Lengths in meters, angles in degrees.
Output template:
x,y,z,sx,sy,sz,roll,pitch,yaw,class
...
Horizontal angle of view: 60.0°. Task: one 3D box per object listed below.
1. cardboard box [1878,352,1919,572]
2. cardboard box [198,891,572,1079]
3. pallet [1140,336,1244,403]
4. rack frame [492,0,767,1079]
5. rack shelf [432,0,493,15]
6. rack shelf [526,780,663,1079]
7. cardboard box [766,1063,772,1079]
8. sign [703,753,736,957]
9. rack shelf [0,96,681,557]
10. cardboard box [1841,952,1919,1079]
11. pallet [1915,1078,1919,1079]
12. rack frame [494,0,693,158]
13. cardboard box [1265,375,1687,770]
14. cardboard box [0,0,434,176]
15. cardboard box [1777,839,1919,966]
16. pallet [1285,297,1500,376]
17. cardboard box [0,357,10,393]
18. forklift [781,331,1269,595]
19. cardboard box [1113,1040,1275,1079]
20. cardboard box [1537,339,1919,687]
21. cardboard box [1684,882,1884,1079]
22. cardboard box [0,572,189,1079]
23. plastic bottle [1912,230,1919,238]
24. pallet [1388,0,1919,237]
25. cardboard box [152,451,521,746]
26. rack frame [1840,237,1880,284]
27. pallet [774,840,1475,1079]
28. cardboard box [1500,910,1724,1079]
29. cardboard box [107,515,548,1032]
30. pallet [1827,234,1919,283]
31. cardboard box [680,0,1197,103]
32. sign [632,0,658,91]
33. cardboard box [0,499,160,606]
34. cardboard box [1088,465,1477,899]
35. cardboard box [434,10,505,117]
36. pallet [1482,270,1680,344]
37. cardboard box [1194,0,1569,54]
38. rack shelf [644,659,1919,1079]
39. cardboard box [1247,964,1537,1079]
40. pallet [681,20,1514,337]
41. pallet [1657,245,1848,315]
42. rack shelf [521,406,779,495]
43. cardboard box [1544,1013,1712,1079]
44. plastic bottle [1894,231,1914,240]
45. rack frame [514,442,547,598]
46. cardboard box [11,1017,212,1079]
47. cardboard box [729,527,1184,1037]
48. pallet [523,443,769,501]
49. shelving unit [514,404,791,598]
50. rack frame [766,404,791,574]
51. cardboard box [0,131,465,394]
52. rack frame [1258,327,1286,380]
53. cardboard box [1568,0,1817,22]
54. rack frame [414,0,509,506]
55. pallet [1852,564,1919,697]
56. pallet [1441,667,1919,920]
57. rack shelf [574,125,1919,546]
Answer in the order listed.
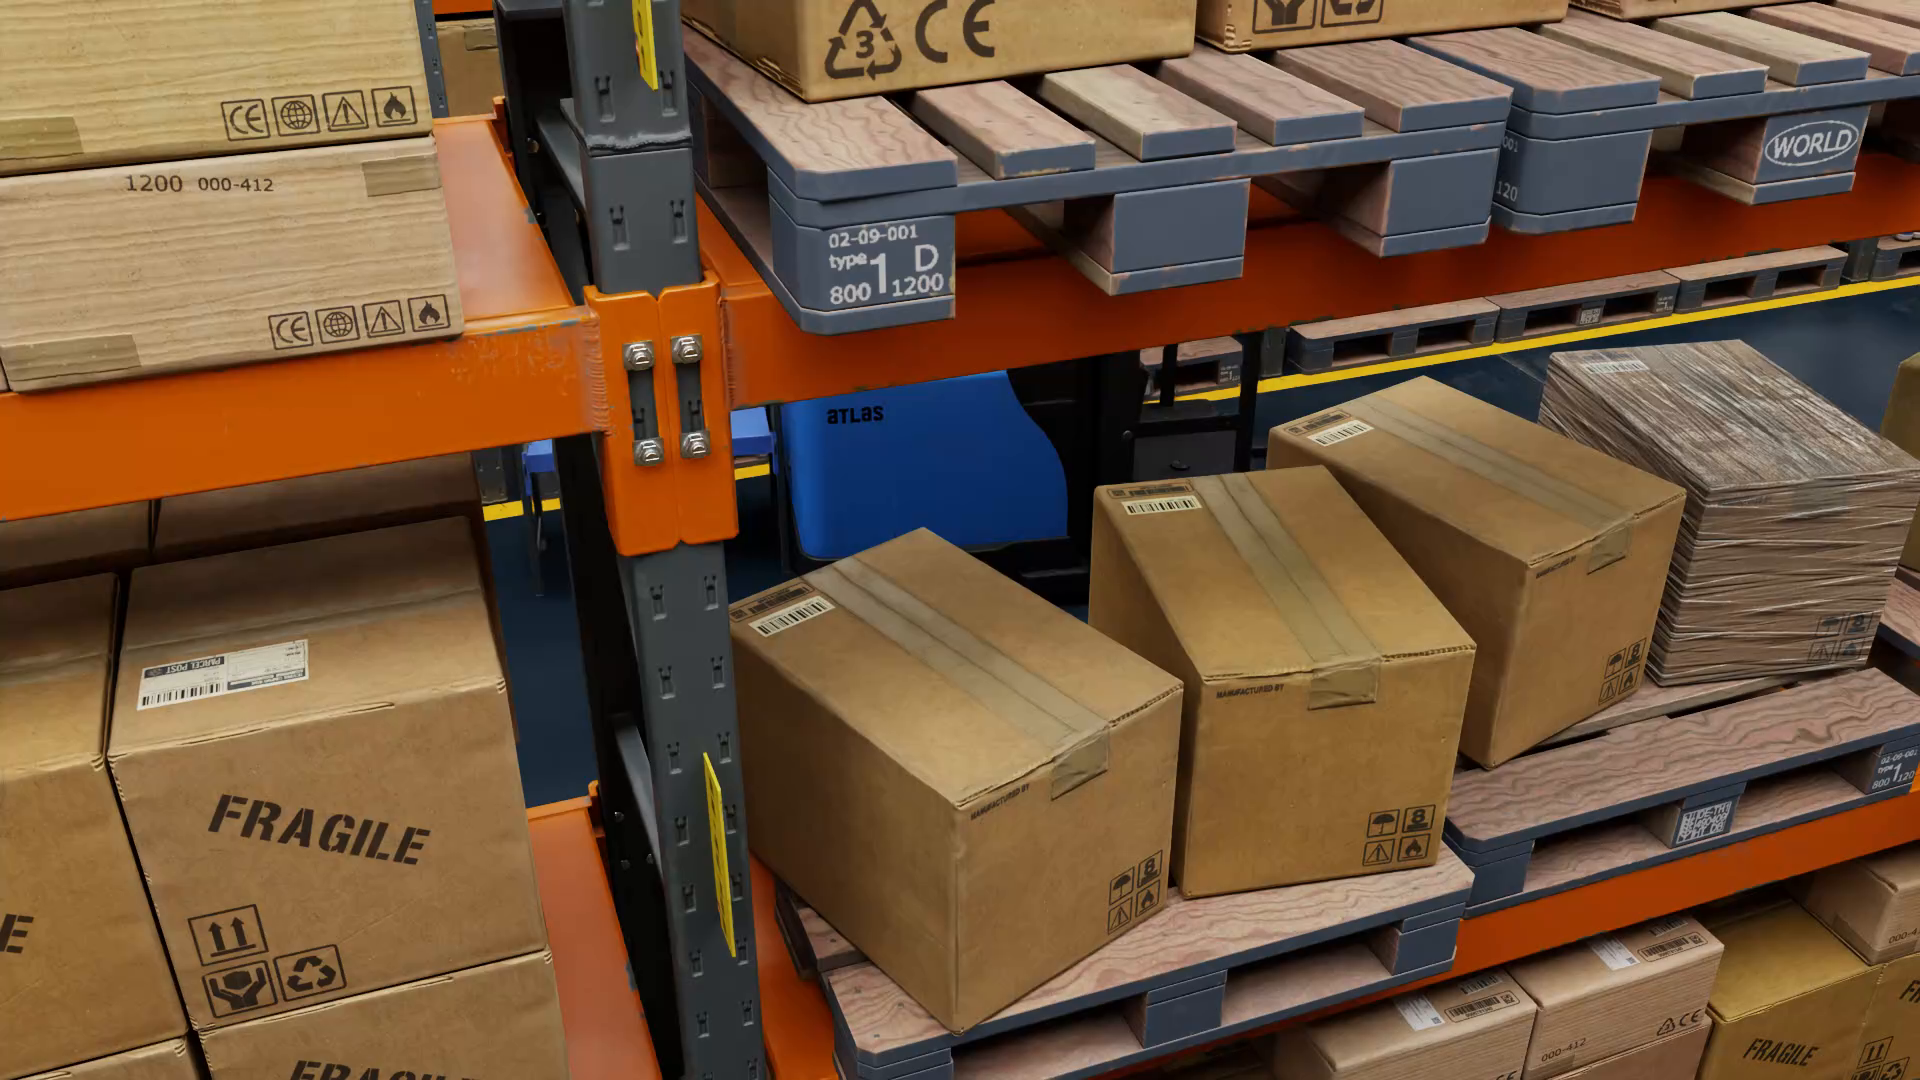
x,y,z,sx,sy,sz,roll,pitch,yaw,class
2.638,-0.153,3.963,0.500,0.500,0.700,-22,37,-34,cardboard box
-0.939,0.764,2.777,0.500,0.500,0.500,-10,31,-17,cardboard box
0.741,-1.020,8.827,1.213,0.211,1.003,-10,31,-18,pallet
-0.560,0.602,3.162,0.127,3.000,1.000,-10,31,-18,rack frame
-2.136,-4.027,12.015,4.000,0.370,1.077,-10,31,-18,rack shelf
-2.434,1.260,2.735,4.000,0.370,1.077,-10,31,-18,rack shelf
-0.197,1.279,4.055,0.500,0.500,0.500,-11,31,-18,cardboard box
-0.363,0.477,2.509,0.005,0.325,0.100,-10,31,-18,sign
-2.434,-0.043,1.992,4.000,0.370,1.077,-10,31,-18,rack shelf
2.395,1.077,4.410,0.500,0.500,0.500,-9,31,-16,cardboard box
2.476,1.235,4.869,1.213,0.211,1.003,-10,31,-18,pallet
-0.560,-2.004,1.677,0.127,3.000,1.000,-10,31,-18,rack frame
1.075,0.043,3.619,0.500,0.500,0.700,-19,35,-30,cardboard box
-0.921,-0.643,1.965,0.500,0.250,0.500,-10,31,-18,cardboard box
2.343,0.763,4.204,0.500,0.250,0.500,-9,31,-16,cardboard box
2.205,-1.291,9.303,1.213,0.211,1.003,-10,31,-18,pallet
-1.395,-0.347,1.950,0.500,0.250,0.500,-10,31,-18,cardboard box
0.776,-1.309,6.586,3.031,2.935,1.130,-5,30,-9,forklift
0.475,1.430,3.791,0.500,0.500,0.500,-10,31,-17,cardboard box
1.715,-0.084,3.841,0.500,0.500,0.700,-5,30,-8,cardboard box
1.910,1.166,4.253,0.500,0.500,0.500,-12,32,-19,cardboard box
-1.422,0.422,2.369,0.500,0.500,0.500,-11,31,-19,cardboard box
5.761,-1.922,9.975,0.097,0.201,0.097,0,30,0,plastic bottle
1.047,-0.880,2.924,1.003,0.211,1.213,-10,31,-18,pallet
-1.099,0.075,2.977,0.500,0.500,0.500,-10,31,-16,cardboard box
5.215,-3.077,9.621,0.127,3.000,1.000,-10,31,-18,rack frame
0.227,0.599,3.363,1.213,0.211,1.003,-10,31,-18,pallet
1.386,0.942,3.890,0.500,0.250,0.500,-11,31,-19,cardboard box
-0.943,0.332,2.526,0.500,0.500,0.500,-10,31,-17,cardboard box
5.859,-1.962,10.481,1.213,0.211,1.003,-10,31,-18,pallet
-0.062,-1.023,2.359,0.600,0.600,0.600,-14,32,-22,cardboard box
-0.363,-0.675,1.852,0.005,0.325,0.100,-10,31,-18,sign
-1.583,0.165,2.820,0.500,0.500,0.500,-11,32,-19,cardboard box
0.585,0.250,3.255,0.500,0.500,0.700,-6,30,-10,cardboard box
-3.417,-3.373,11.863,0.875,0.875,1.225,-10,31,-17,cardboard box
3.347,-1.500,9.669,1.213,0.211,1.003,-10,31,-18,pallet
0.557,-1.149,2.580,0.600,0.600,0.600,-11,31,-18,cardboard box
1.315,0.570,3.946,4.000,0.370,1.077,-10,31,-18,rack shelf
0.916,1.029,3.738,0.500,0.250,0.500,-10,31,-18,cardboard box
0.076,-0.699,2.607,1.003,0.211,1.213,-10,31,-18,pallet
4.492,-1.712,10.042,1.213,0.211,1.003,-10,31,-18,pallet
-1.275,-0.429,6.851,1.000,0.185,0.538,-5,30,-9,rack shelf
1.420,1.260,4.089,0.500,0.500,0.500,-12,32,-19,cardboard box
5.666,-1.935,9.927,0.097,0.271,0.097,0,30,0,plastic bottle
-1.774,-0.538,6.679,0.032,1.500,0.500,-5,30,-9,rack frame
-1.421,0.854,2.620,0.500,0.500,0.500,-10,31,-16,cardboard box
-0.038,0.399,2.995,0.500,0.500,0.700,-22,37,-34,cardboard box
-1.546,-0.599,8.087,1.213,0.211,1.003,-10,31,-18,pallet
-1.275,-0.585,6.761,1.048,1.500,0.538,-5,30,-9,shelving unit
-0.775,-0.632,6.844,0.032,1.500,0.500,-5,30,-9,rack frame
-0.923,-0.428,2.093,0.500,0.250,0.500,-10,31,-18,cardboard box
1.466,-2.387,8.409,0.127,3.000,1.000,-10,31,-18,rack frame
1.187,-1.255,2.765,0.600,0.600,0.600,-12,32,-20,cardboard box
-2.283,-1.696,7.197,0.127,3.000,1.000,-10,31,-18,rack frame
2.579,0.145,4.159,1.003,0.211,1.213,-10,31,-18,pallet
1.368,0.333,3.829,1.213,0.211,1.003,-10,31,-18,pallet
1.315,-0.734,3.204,4.000,0.370,1.077,-10,31,-18,rack shelf
